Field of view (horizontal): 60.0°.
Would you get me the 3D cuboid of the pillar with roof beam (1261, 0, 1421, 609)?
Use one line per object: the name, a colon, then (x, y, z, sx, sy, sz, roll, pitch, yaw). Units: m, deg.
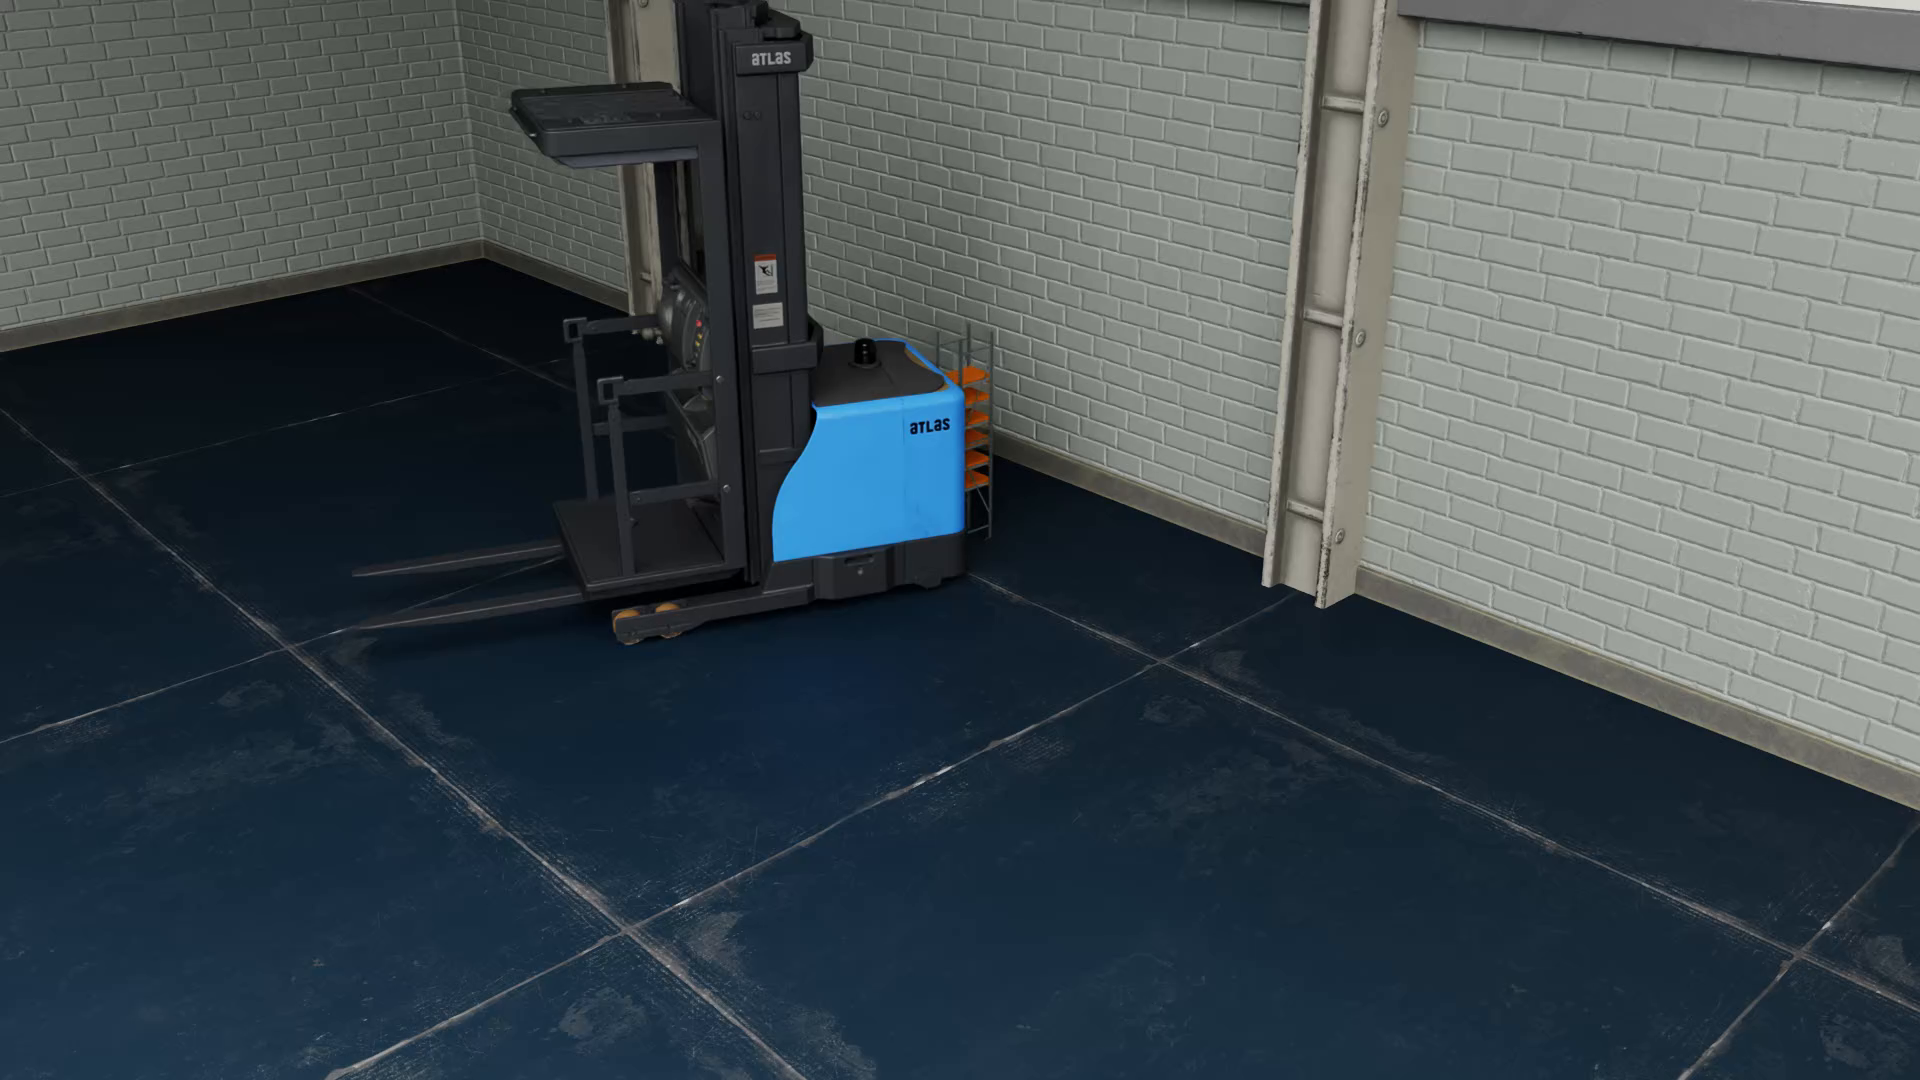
pillar with roof beam: (-1.314, -2.624, 4.161, 9.100, 9.000, 0.400, -21, 32, -38)

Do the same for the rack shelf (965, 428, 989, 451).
rack shelf: (0.025, -0.514, 9.038, 0.258, 0.103, 0.180, -20, 31, -37)

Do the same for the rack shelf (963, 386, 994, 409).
rack shelf: (0.025, -0.733, 8.938, 0.258, 0.103, 0.180, -20, 31, -37)

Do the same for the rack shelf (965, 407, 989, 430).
rack shelf: (0.025, -0.623, 8.988, 0.258, 0.103, 0.180, -20, 31, -37)

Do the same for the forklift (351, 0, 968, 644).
forklift: (-1.530, -1.071, 8.066, 3.031, 2.935, 1.130, -9, 26, -19)

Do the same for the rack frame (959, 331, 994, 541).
rack frame: (0.085, -0.526, 8.957, 0.240, 1.200, 0.006, -20, 31, -37)

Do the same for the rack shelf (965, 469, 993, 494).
rack shelf: (0.025, -0.296, 9.137, 0.258, 0.103, 0.180, -20, 31, -37)

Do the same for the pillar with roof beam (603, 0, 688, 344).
pillar with roof beam: (-5.415, -4.442, 8.145, 9.100, 9.000, 0.400, -21, 32, -38)

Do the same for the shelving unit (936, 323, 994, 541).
shelving unit: (0.025, -0.555, 9.019, 0.258, 1.200, 0.189, -20, 31, -37)

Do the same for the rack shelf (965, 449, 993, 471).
rack shelf: (0.025, -0.405, 9.088, 0.258, 0.103, 0.180, -20, 31, -37)

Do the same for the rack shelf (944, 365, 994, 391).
rack shelf: (0.025, -0.842, 8.889, 0.258, 0.103, 0.180, -20, 31, -37)

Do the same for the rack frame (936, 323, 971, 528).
rack frame: (-0.035, -0.583, 9.082, 0.240, 1.200, 0.006, -20, 31, -37)
